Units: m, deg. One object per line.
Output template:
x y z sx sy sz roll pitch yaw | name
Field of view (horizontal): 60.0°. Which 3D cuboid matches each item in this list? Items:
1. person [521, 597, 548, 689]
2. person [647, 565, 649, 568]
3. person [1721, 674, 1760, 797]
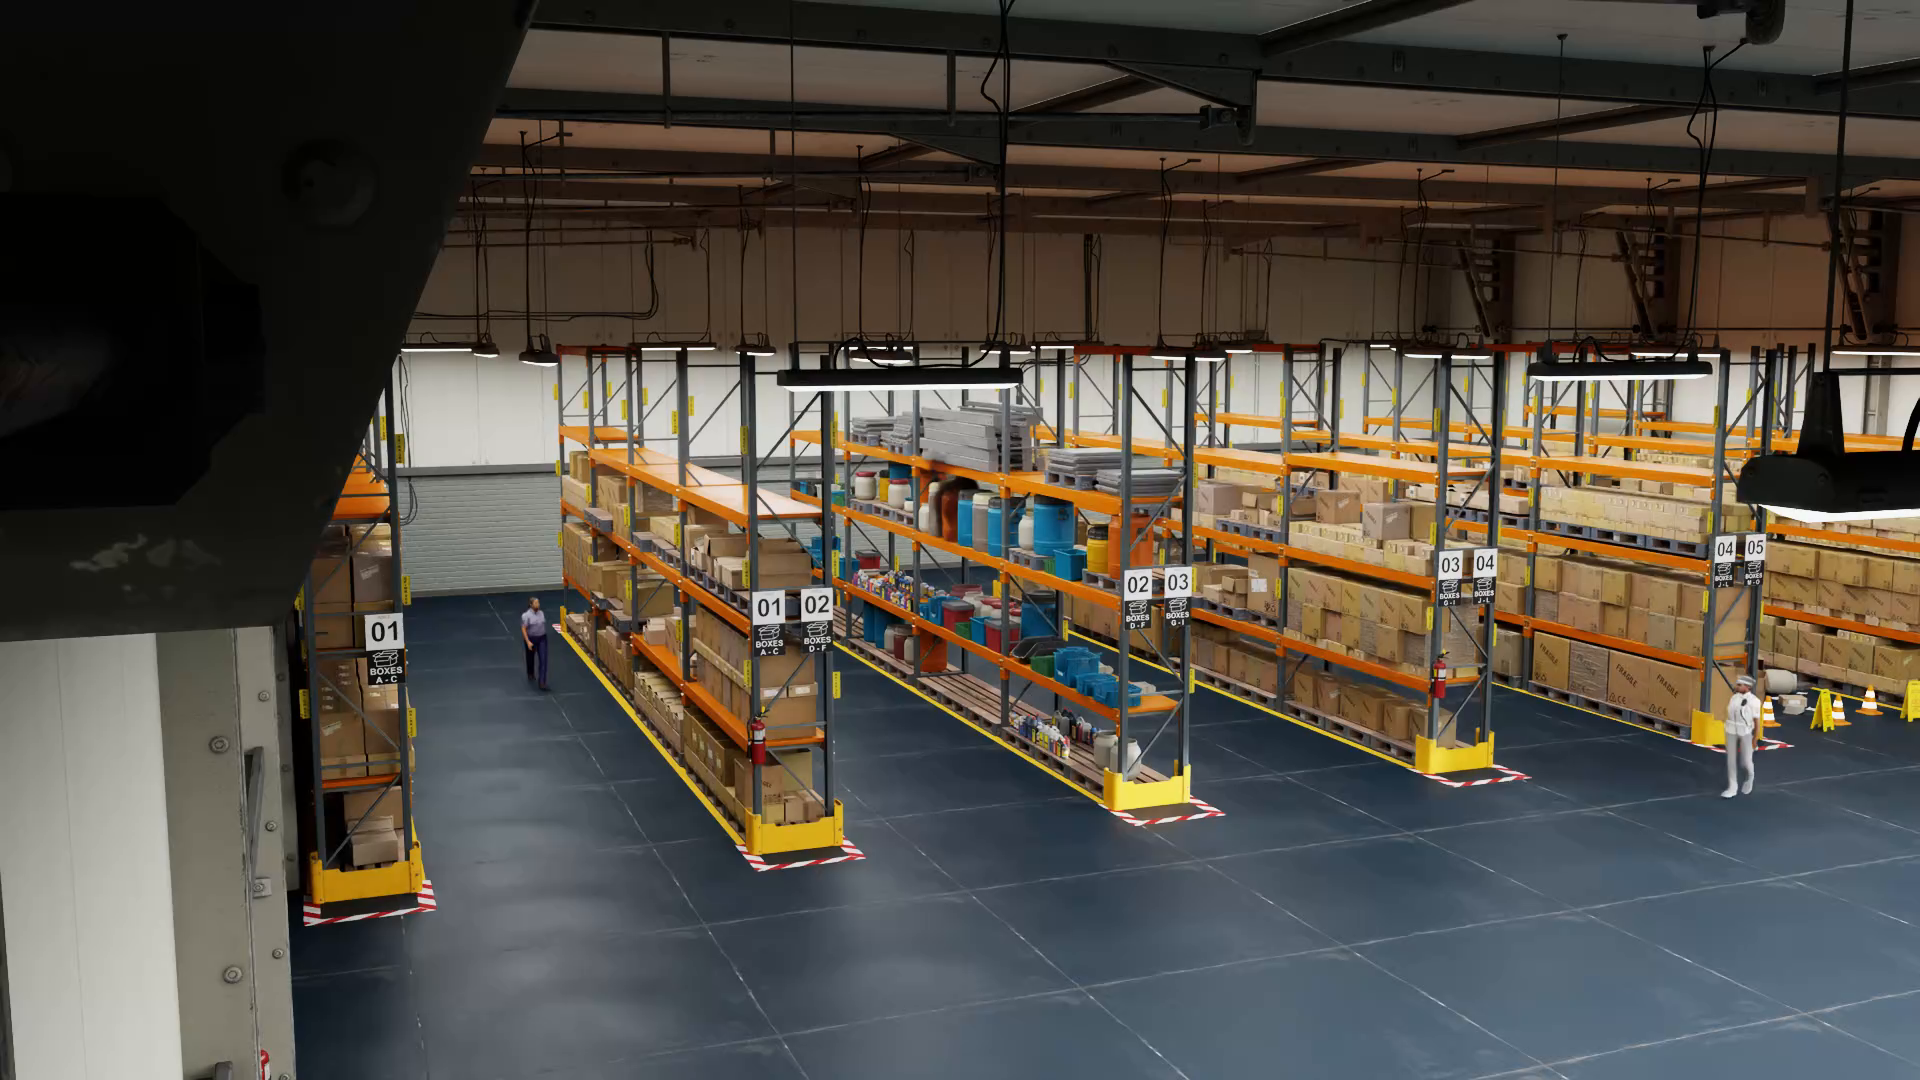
-7.537 1.799 29.486 0.460 1.604 0.929 -2 8 -16 | person
-7.043 0.834 36.596 0.625 1.643 0.982 -3 8 -23 | person
10.564 2.636 22.476 0.457 1.677 0.483 5 9 36 | person
